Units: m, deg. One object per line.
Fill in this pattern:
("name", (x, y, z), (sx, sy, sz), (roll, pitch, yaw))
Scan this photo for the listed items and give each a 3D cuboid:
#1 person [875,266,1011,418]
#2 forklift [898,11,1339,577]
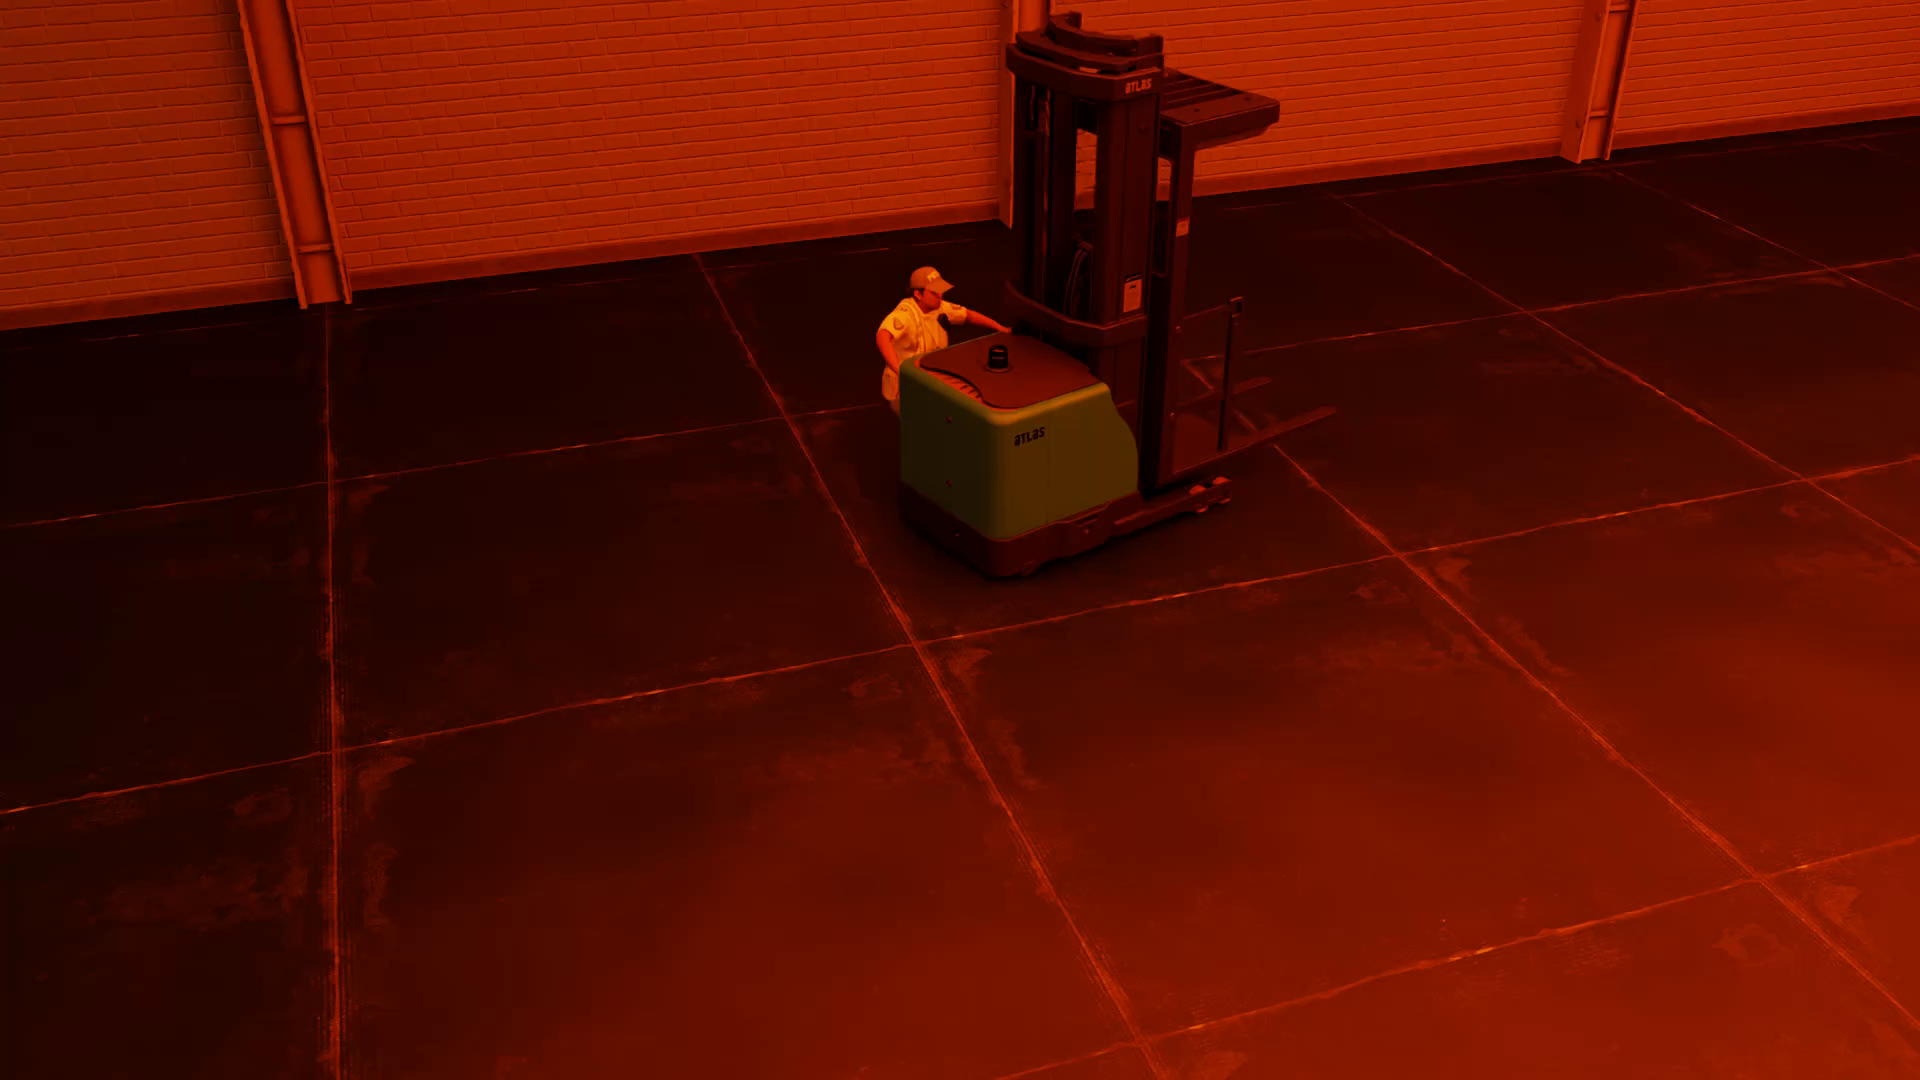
("person", (-0.072, -0.943, 10.193), (0.822, 1.409, 0.973), (14, 33, 23))
("forklift", (1.115, -1.632, 9.924), (3.031, 2.935, 1.130), (-20, 36, -31))
